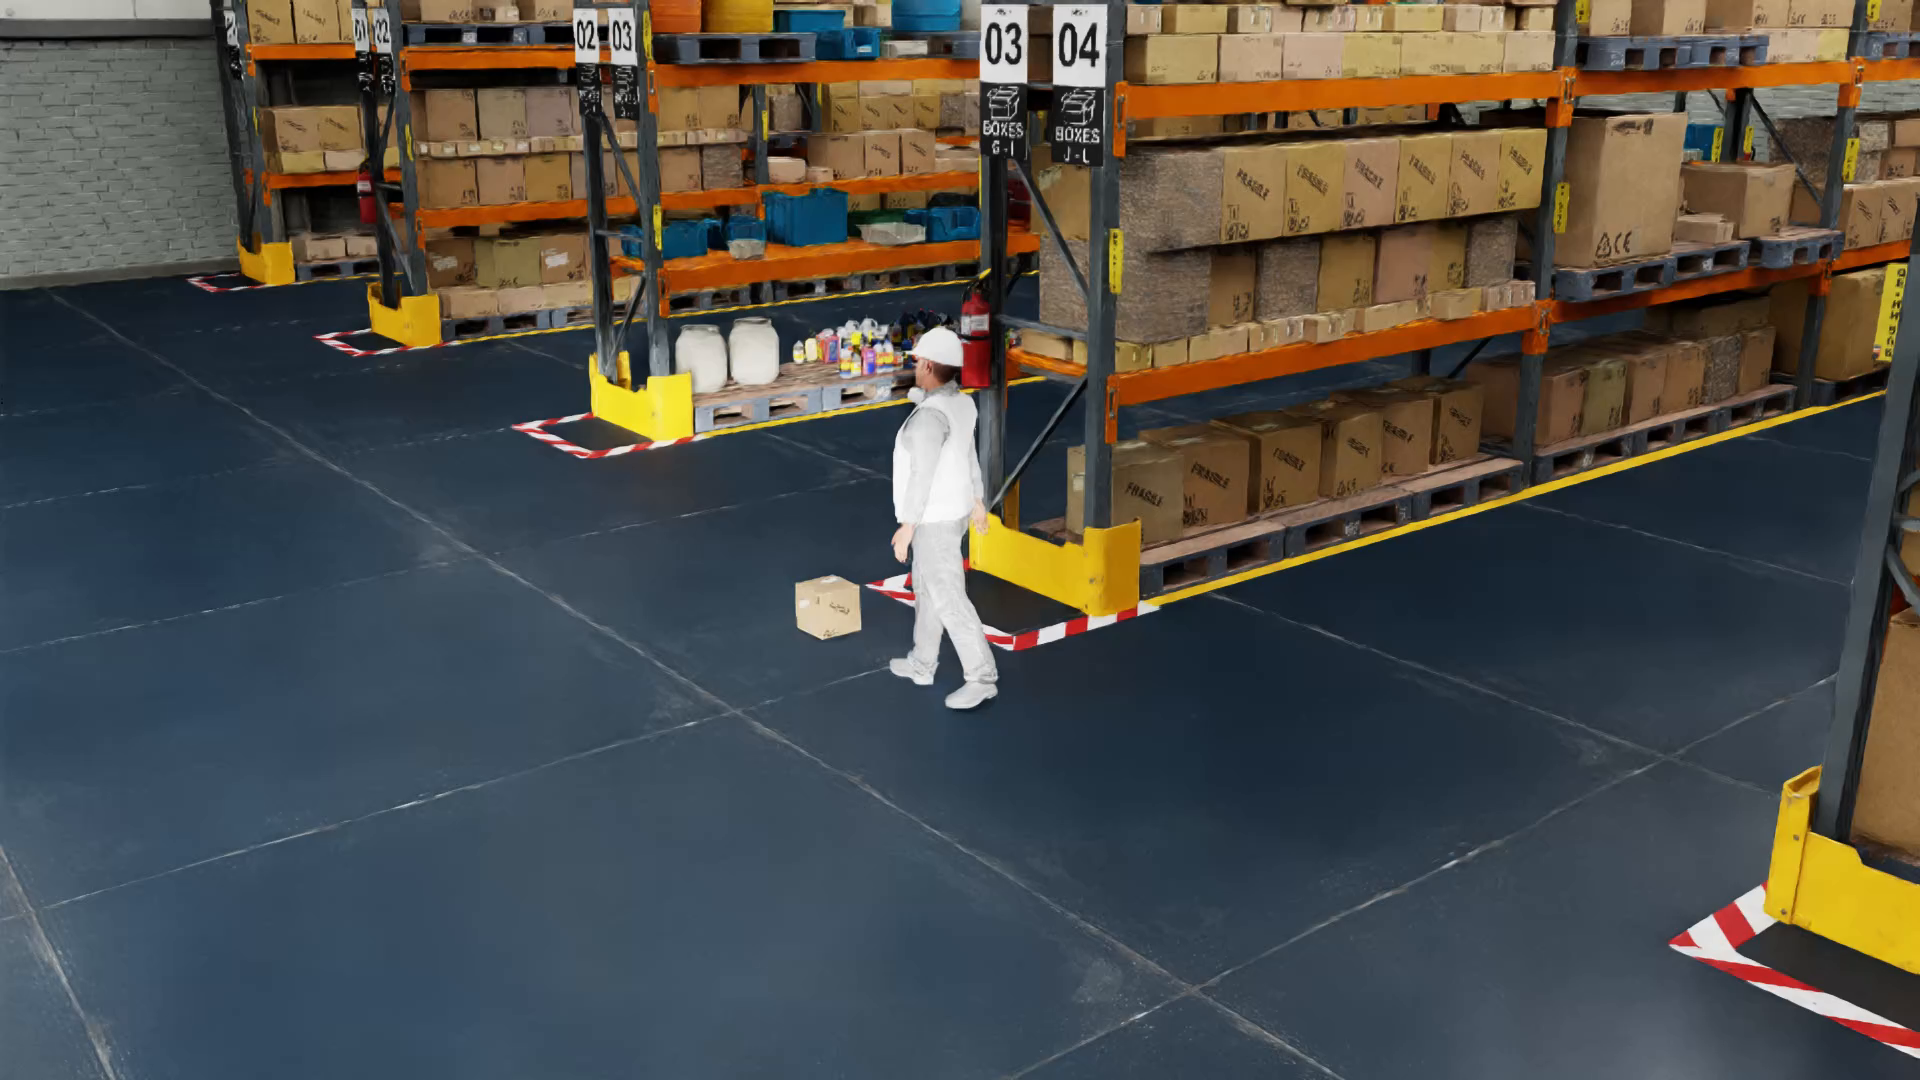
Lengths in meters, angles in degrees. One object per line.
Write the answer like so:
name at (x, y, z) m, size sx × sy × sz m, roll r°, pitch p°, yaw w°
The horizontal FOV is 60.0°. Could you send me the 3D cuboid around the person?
person at (-0.093, -0.118, 7.879) m, size 0.629 × 1.768 × 0.650 m, roll 5°, pitch 18°, yaw 15°
